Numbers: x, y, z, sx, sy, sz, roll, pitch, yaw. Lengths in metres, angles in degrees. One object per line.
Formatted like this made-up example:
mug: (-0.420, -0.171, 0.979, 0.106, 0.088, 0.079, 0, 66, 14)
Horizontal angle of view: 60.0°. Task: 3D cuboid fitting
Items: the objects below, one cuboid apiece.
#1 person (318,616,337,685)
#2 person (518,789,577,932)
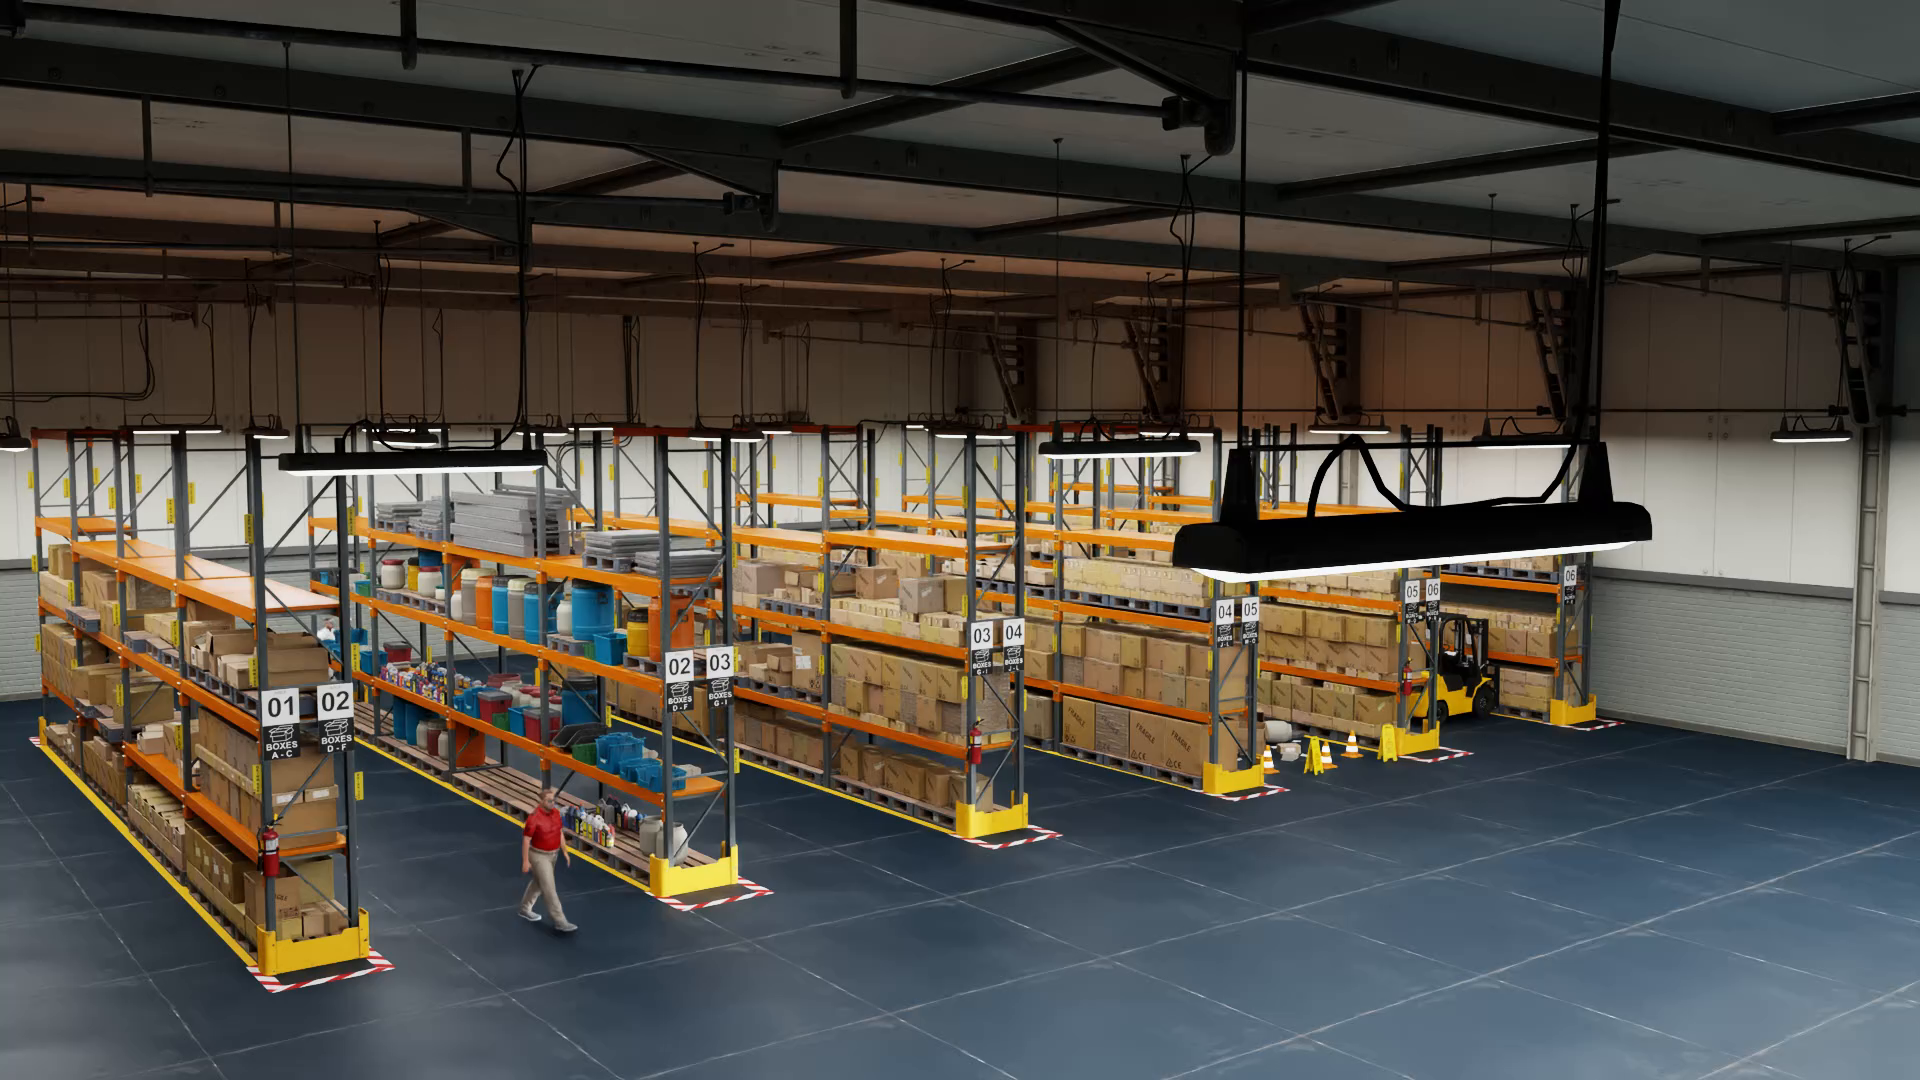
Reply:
person: (-14.069, 2.544, 37.099, 1.125, 1.694, 0.599, 2, 5, 26)
person: (-5.018, 3.873, 20.304, 1.030, 1.670, 0.560, 2, 5, 20)
